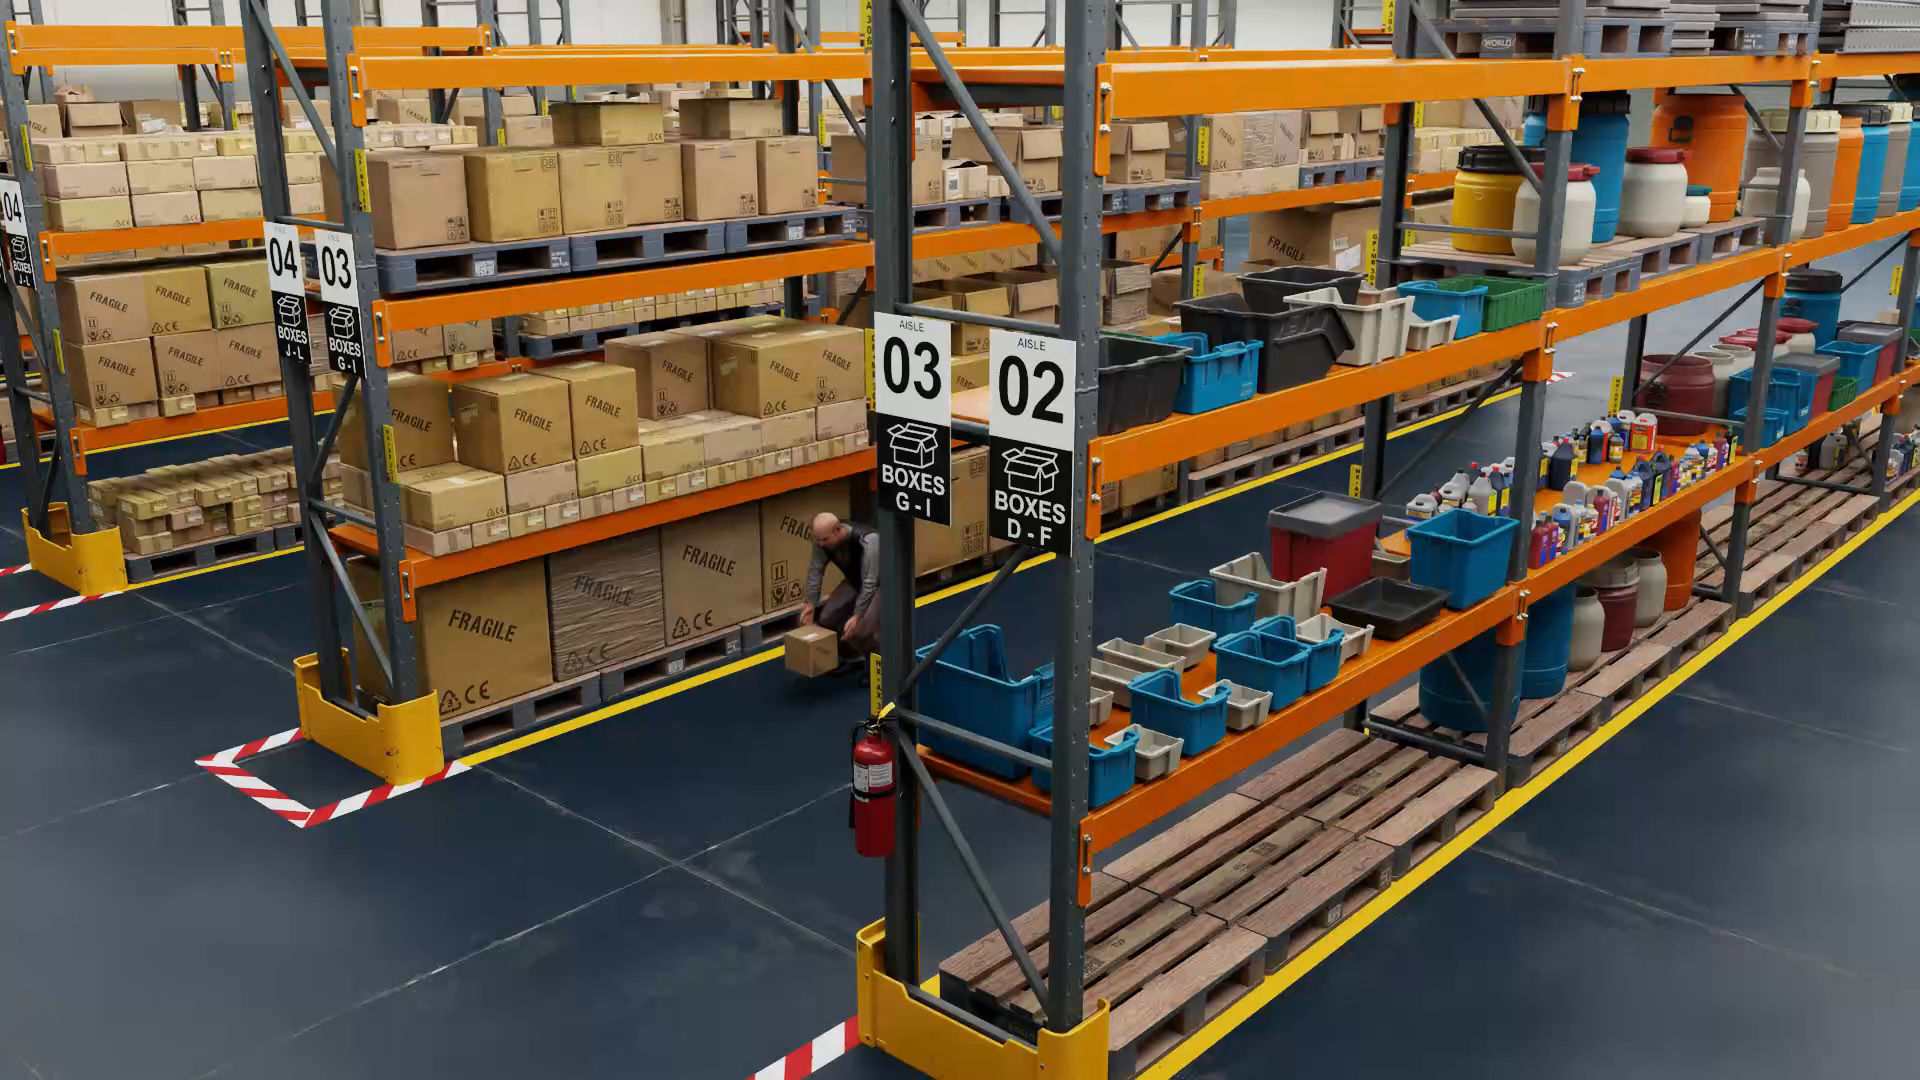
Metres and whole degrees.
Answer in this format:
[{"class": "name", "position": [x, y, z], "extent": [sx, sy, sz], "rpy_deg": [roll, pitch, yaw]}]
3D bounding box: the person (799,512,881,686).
[{"class": "person", "position": [-0.695, 0.362, 11.191], "extent": [0.586, 1.260, 0.761], "rpy_deg": [14, 22, 40]}]
